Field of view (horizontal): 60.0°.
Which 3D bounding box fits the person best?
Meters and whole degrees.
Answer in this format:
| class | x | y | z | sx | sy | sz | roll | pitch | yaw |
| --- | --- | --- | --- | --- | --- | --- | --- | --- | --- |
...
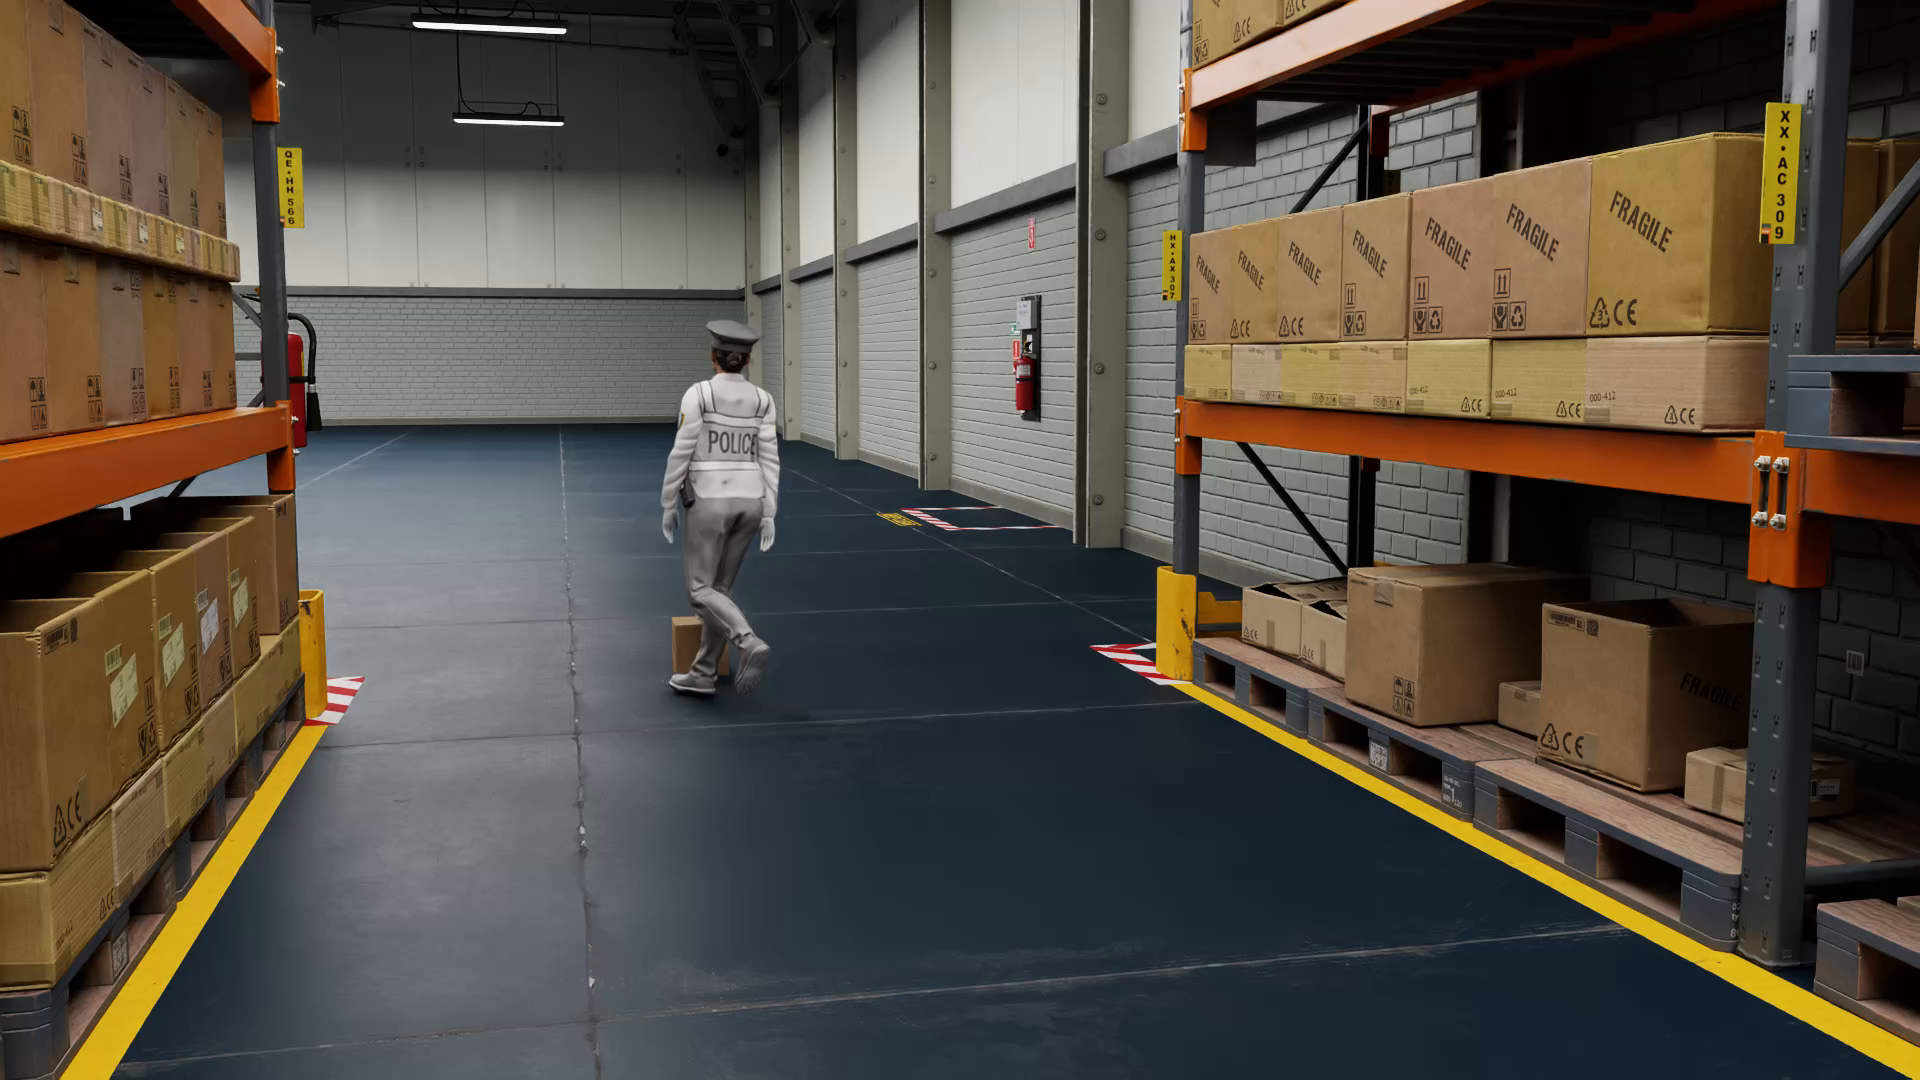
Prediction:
| class | x | y | z | sx | sy | sz | roll | pitch | yaw |
| --- | --- | --- | --- | --- | --- | --- | --- | --- | --- |
| person | -1.011 | -0.129 | 7.256 | 0.501 | 1.657 | 0.740 | -5 | 8 | -41 |
